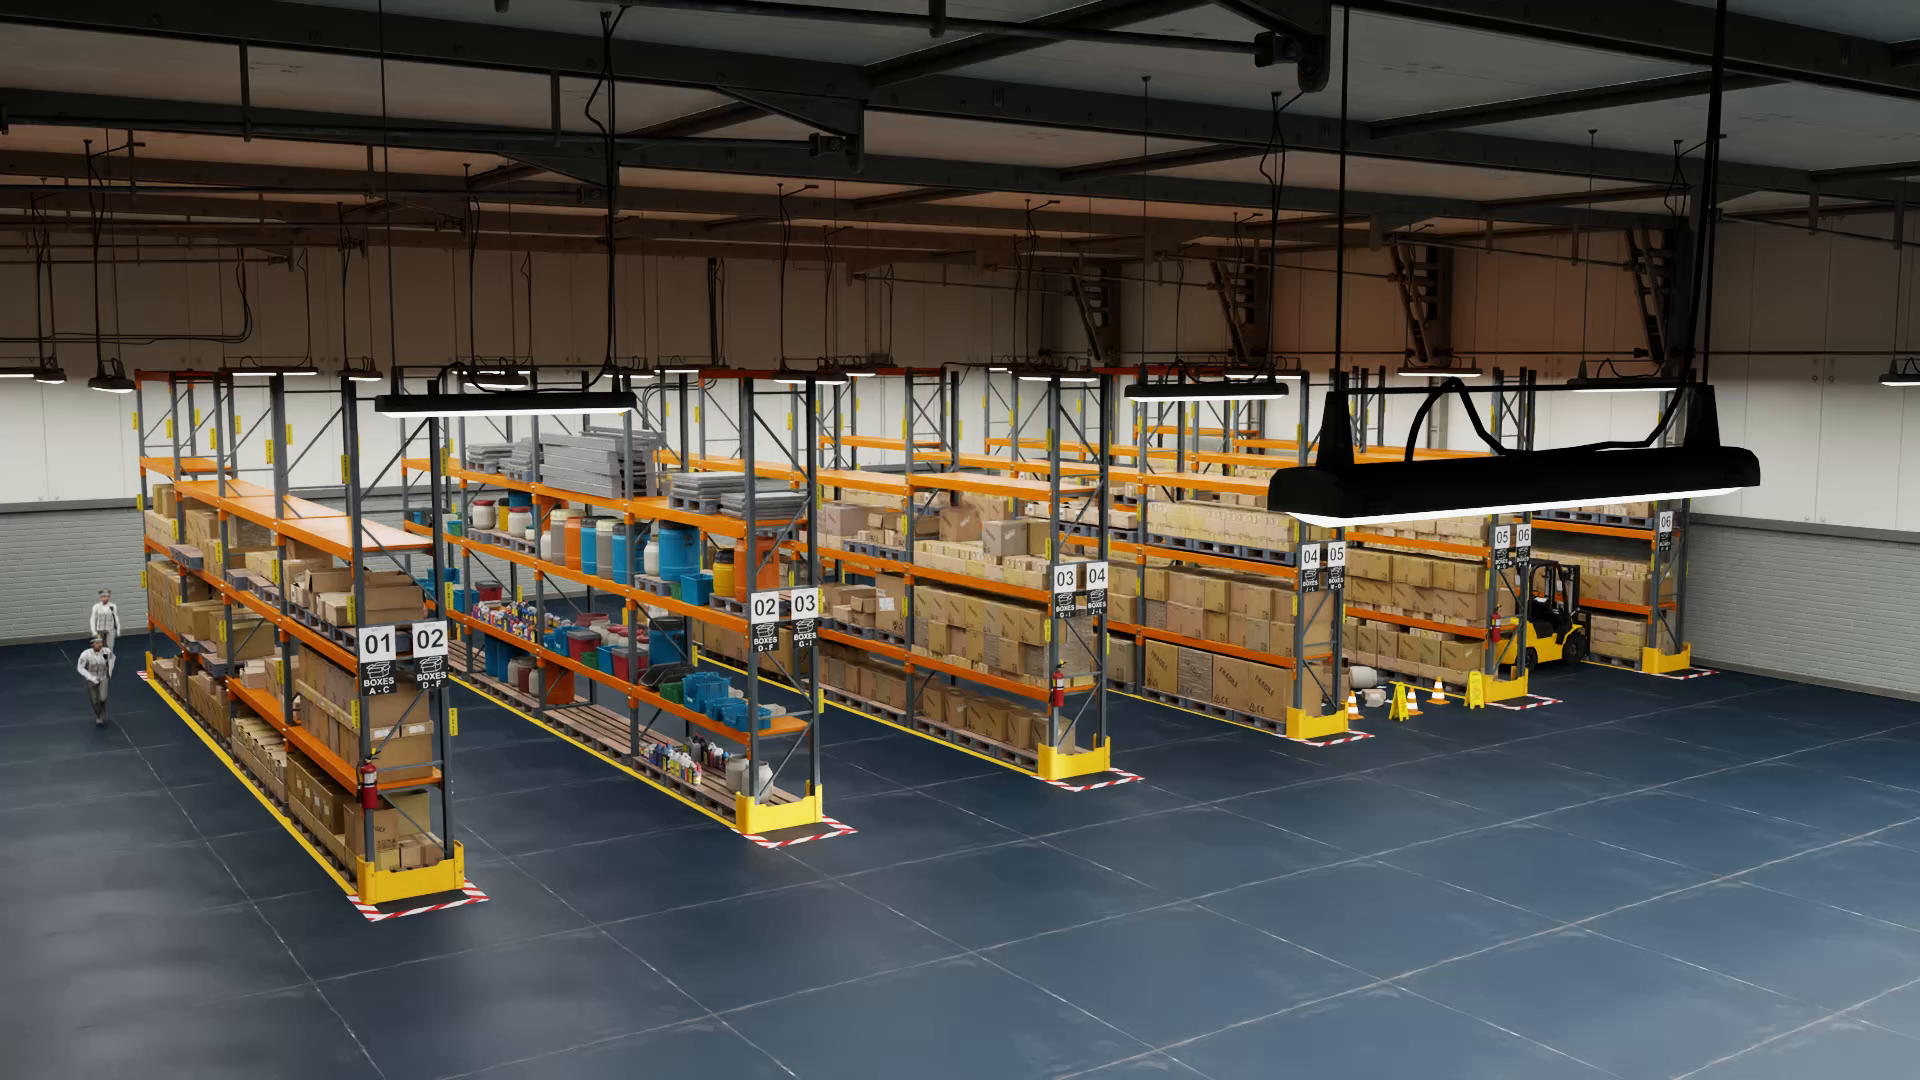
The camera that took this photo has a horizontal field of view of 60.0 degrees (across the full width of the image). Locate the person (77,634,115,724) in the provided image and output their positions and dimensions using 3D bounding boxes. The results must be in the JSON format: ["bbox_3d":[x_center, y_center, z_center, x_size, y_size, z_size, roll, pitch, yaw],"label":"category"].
[{"bbox_3d":[-14.649,2.361,28.238,0.571,1.596,0.701,-3,7,-25],"label":"person"}]

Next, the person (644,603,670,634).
[{"bbox_3d":[-6.120,1.633,33.812,0.576,1.720,1.043,-3,7,-24],"label":"person"}]

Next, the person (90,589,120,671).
[{"bbox_3d":[-17.002,1.782,33.048,0.471,1.624,1.055,-2,7,-14],"label":"person"}]

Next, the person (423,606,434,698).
[{"bbox_3d":[-9.860,2.036,30.636,0.601,1.665,1.068,-5,8,-36],"label":"person"}]
